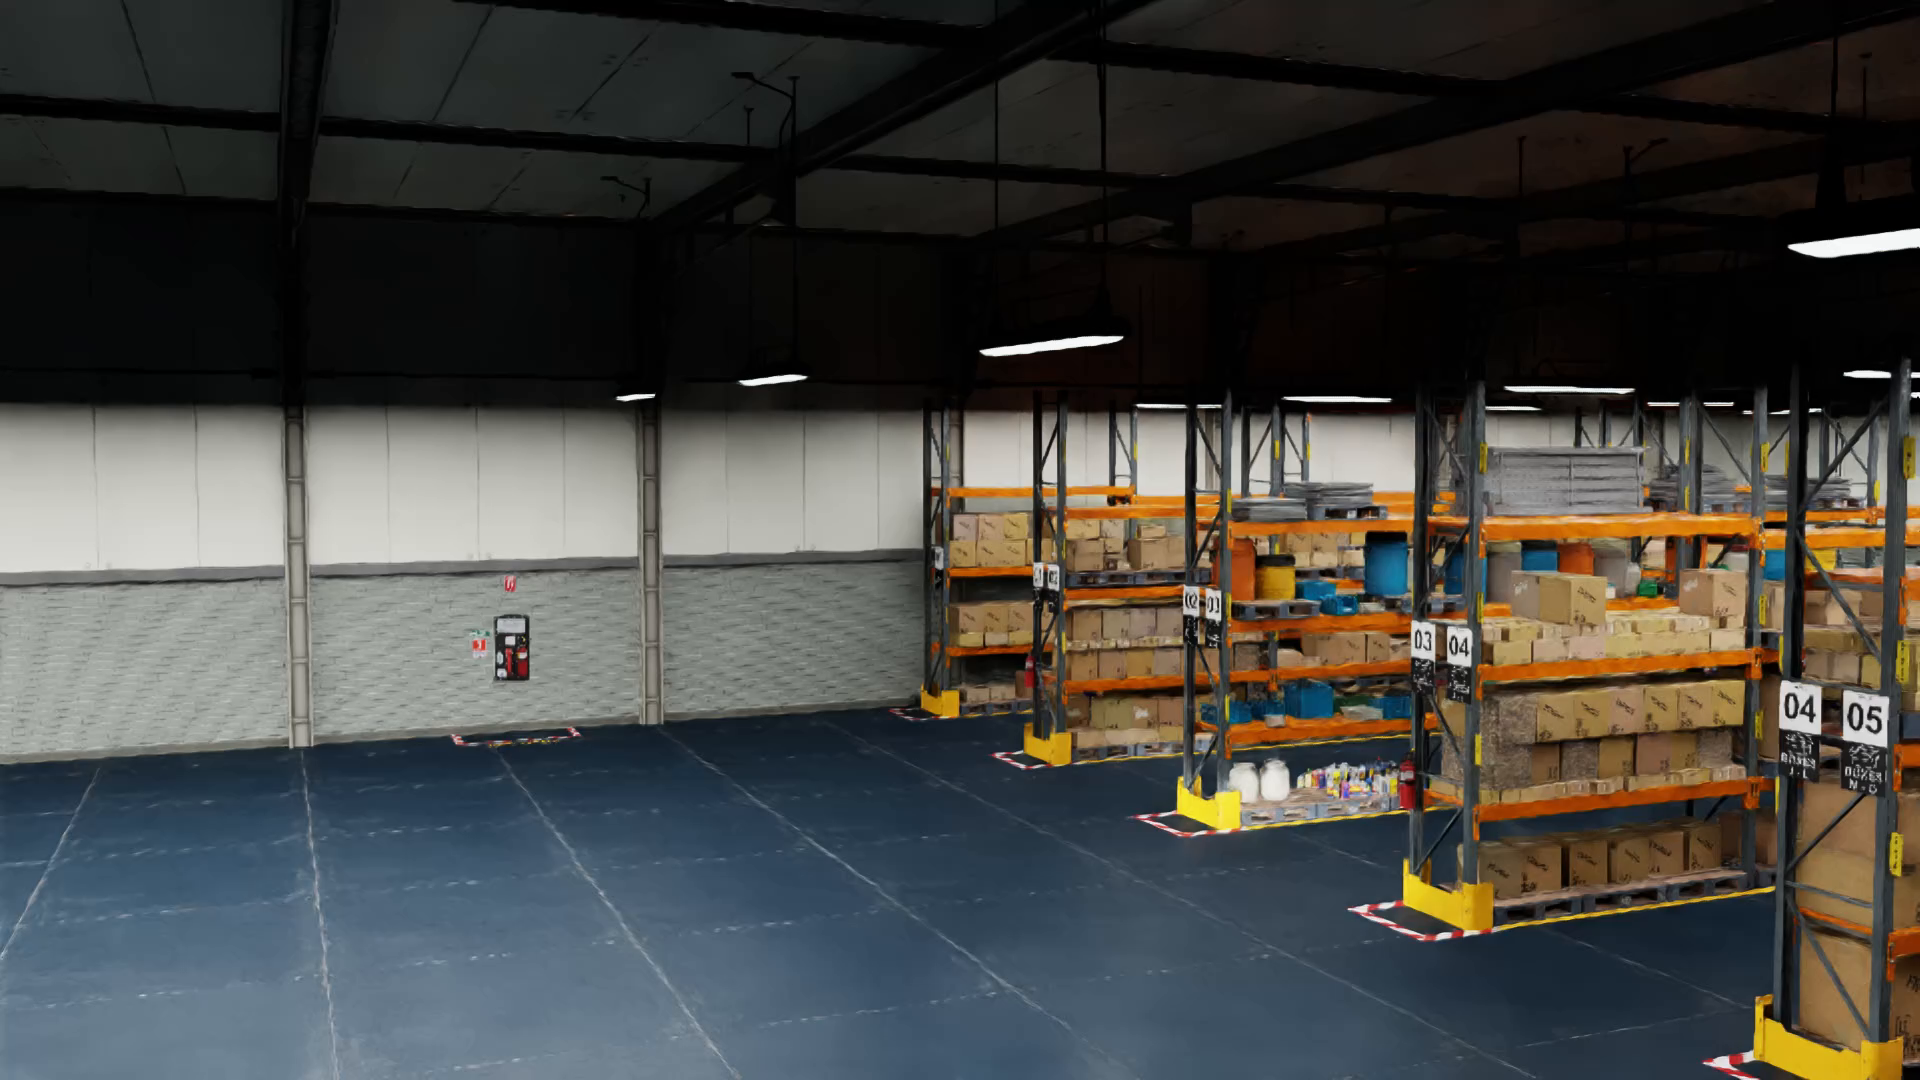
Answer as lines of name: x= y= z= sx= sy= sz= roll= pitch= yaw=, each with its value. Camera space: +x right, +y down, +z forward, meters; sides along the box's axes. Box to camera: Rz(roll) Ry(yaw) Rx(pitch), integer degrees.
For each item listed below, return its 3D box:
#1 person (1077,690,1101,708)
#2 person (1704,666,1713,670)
person: x=2.237 y=2.624 z=29.578 sx=1.090 sy=1.565 sz=0.482 roll=-2 pitch=4 yaw=-24
person: x=16.705 y=2.172 z=36.604 sx=0.642 sy=1.659 sz=0.454 roll=0 pitch=3 yaw=8
